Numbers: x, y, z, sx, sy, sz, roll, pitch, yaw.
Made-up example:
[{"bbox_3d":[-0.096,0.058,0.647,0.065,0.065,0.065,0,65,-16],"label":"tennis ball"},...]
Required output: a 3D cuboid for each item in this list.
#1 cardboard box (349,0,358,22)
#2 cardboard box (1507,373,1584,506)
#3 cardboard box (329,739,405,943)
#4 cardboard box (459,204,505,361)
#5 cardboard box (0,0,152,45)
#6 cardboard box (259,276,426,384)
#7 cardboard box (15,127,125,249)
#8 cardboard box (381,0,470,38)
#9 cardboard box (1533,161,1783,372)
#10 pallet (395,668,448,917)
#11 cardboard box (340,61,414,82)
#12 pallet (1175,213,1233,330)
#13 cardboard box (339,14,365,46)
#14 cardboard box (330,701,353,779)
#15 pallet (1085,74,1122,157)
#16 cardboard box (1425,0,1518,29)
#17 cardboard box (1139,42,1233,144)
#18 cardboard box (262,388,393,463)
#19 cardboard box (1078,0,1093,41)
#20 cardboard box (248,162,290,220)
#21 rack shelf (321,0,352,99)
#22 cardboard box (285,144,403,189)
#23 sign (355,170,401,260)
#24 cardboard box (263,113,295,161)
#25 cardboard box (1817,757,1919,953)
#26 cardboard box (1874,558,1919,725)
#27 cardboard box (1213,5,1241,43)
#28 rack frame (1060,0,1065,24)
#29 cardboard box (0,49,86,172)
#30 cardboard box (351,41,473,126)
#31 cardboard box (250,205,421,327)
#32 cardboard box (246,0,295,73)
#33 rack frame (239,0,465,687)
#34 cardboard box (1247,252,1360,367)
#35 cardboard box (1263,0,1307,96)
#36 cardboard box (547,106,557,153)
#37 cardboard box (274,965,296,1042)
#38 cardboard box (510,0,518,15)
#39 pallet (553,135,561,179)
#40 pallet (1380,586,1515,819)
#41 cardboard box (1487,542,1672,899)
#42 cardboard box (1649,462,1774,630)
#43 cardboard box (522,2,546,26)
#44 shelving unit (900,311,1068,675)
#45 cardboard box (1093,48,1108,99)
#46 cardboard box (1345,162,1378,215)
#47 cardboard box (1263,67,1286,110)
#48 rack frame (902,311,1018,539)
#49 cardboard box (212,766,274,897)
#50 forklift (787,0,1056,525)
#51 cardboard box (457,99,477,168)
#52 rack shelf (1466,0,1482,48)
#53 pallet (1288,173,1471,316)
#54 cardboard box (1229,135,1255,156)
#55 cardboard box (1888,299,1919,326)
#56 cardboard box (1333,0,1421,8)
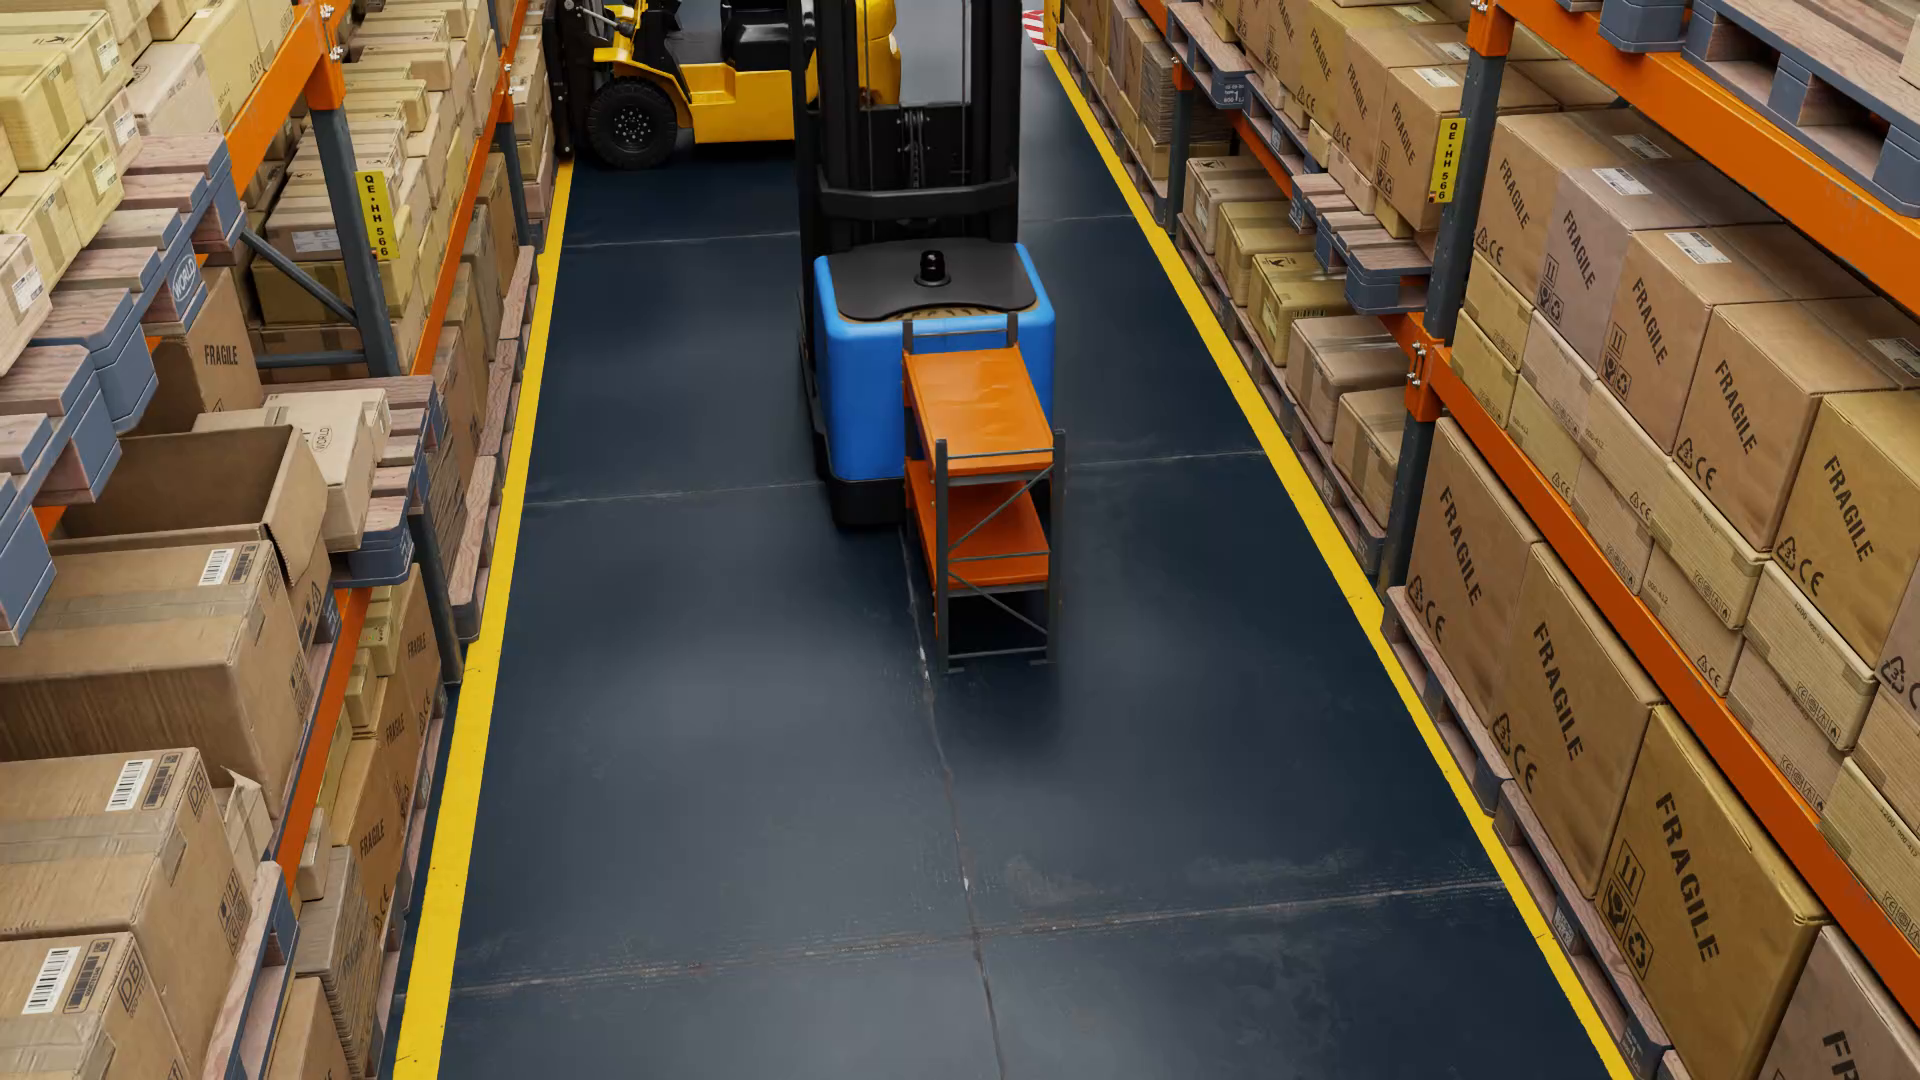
[{"bbox_3d":[-3.250,-2.671,8.341,0.380,0.149,0.250,-4,35,-7],"label":"cardboard box"},{"bbox_3d":[2.258,-0.374,5.768,0.500,0.250,0.500,-5,35,-8],"label":"cardboard box"},{"bbox_3d":[-2.163,1.016,5.442,0.500,0.500,0.500,-3,34,-4],"label":"cardboard box"},{"bbox_3d":[-2.923,-1.335,8.782,0.875,0.625,0.625,-5,35,-7],"label":"cardboard box"},{"bbox_3d":[-2.049,-1.207,3.708,0.380,0.149,0.250,-4,35,-6],"label":"cardboard box"},{"bbox_3d":[-2.381,-0.839,6.451,0.500,0.250,0.500,-4,35,-6],"label":"cardboard box"},{"bbox_3d":[-1.836,-0.662,3.156,0.380,0.149,0.250,-4,34,-5],"label":"cardboard box"},{"bbox_3d":[-2.635,-2.583,8.211,0.380,0.149,0.250,-5,35,-8],"label":"cardboard box"},{"bbox_3d":[2.255,-0.898,5.427,0.500,0.500,0.500,-4,35,-6],"label":"cardboard box"},{"bbox_3d":[-2.500,0.937,6.188,1.003,0.211,1.213,-4,35,-6],"label":"pallet"},{"bbox_3d":[-2.629,-2.002,7.359,0.380,0.149,0.250,-4,35,-6],"label":"cardboard box"},{"bbox_3d":[1.923,-1.658,9.996,1.003,0.211,1.213,-4,35,-6],"label":"pallet"},{"bbox_3d":[-3.230,-2.428,8.338,0.500,0.250,0.500,-5,35,-7],"label":"cardboard box"},{"bbox_3d":[-2.196,0.664,5.383,0.380,0.149,0.250,-3,34,-5],"label":"cardboard box"},{"bbox_3d":[1.524,-3.147,12.181,1.003,0.211,1.213,-4,35,-6],"label":"pallet"},{"bbox_3d":[2.368,-2.205,7.597,0.500,0.500,0.500,-4,34,-6],"label":"cardboard box"},{"bbox_3d":[1.471,-2.902,10.748,0.500,0.500,0.500,-5,35,-7],"label":"cardboard box"},{"bbox_3d":[-2.095,-0.367,5.475,0.380,0.149,0.250,-4,34,-5],"label":"cardboard box"},{"bbox_3d":[1.192,-4.049,12.430,0.500,0.500,0.500,-6,35,-8],"label":"cardboard box"},{"bbox_3d":[-2.970,-1.294,6.675,0.500,0.250,0.500,-4,34,-6],"label":"cardboard box"},{"bbox_3d":[-2.832,-2.693,7.014,1.077,0.370,4.000,-4,35,-6],"label":"rack shelf"},{"bbox_3d":[-2.411,-1.435,6.527,0.380,0.149,0.250,-3,34,-5],"label":"cardboard box"},{"bbox_3d":[-2.027,-1.127,5.782,0.100,0.325,0.005,-4,35,-6],"label":"sign"},{"bbox_3d":[-2.988,-1.680,6.888,0.380,0.149,0.250,-5,35,-7],"label":"cardboard box"},{"bbox_3d":[2.515,0.766,4.096,0.500,0.250,0.500,-5,35,-7],"label":"cardboard box"},{"bbox_3d":[2.507,0.246,3.748,0.500,0.500,0.500,-4,34,-5],"label":"cardboard box"},{"bbox_3d":[1.603,-2.842,9.107,0.380,0.149,0.250,-4,34,-5],"label":"cardboard box"},{"bbox_3d":[1.279,-5.477,13.123,1.000,3.000,0.127,-4,35,-6],"label":"rack frame"},{"bbox_3d":[-1.872,-0.790,3.079,0.380,0.149,0.250,-4,34,-6],"label":"cardboard box"},{"bbox_3d":[-2.643,-2.185,7.981,0.500,0.250,0.500,-4,34,-5],"label":"cardboard box"},{"bbox_3d":[-2.356,-1.047,6.313,0.500,0.250,0.500,-4,35,-6],"label":"cardboard box"},{"bbox_3d":[-2.254,-1.544,4.822,0.500,0.250,0.500,-5,35,-8],"label":"cardboard box"},{"bbox_3d":[-2.563,-0.635,6.018,1.000,3.000,0.127,-4,35,-6],"label":"rack frame"},{"bbox_3d":[2.085,-1.251,8.883,0.950,0.372,0.625,-3,34,-5],"label":"cardboard box"},{"bbox_3d":[1.796,-2.457,7.966,0.500,0.500,0.500,-6,35,-8],"label":"cardboard box"},{"bbox_3d":[-3.006,-2.767,11.215,0.500,0.250,0.500,-4,34,-6],"label":"cardboard box"},{"bbox_3d":[-2.048,1.244,4.531,0.380,0.149,0.250,-3,34,-5],"label":"cardboard box"},{"bbox_3d":[-2.989,-3.465,10.082,0.500,0.500,0.500,-4,34,-6],"label":"cardboard box"},{"bbox_3d":[-3.334,-2.844,11.736,1.003,0.211,1.213,-4,35,-6],"label":"pallet"},{"bbox_3d":[2.386,0.585,6.704,1.003,0.211,1.213,-4,35,-6],"label":"pallet"},{"bbox_3d":[2.481,0.581,5.747,0.875,0.875,0.875,-4,34,-6],"label":"cardboard box"},{"bbox_3d":[2.357,-0.004,4.782,0.500,0.250,0.500,-4,34,-6],"label":"cardboard box"},{"bbox_3d":[-3.055,-3.468,11.356,0.500,0.250,0.500,-5,35,-7],"label":"cardboard box"},{"bbox_3d":[0.079,-0.214,7.065,0.538,1.125,1.048,-5,35,-7],"label":"shelving unit"},{"bbox_3d":[1.260,-3.454,12.224,0.500,0.250,0.500,-2,34,-3],"label":"cardboard box"},{"bbox_3d":[1.891,-1.529,7.180,0.380,0.149,0.250,-5,35,-7],"label":"cardboard box"},{"bbox_3d":[1.726,-2.253,8.243,0.380,0.149,0.250,-3,34,-5],"label":"cardboard box"},{"bbox_3d":[0.002,-0.497,7.481,0.500,1.125,0.032,-5,35,-7],"label":"rack frame"},{"bbox_3d":[-1.832,0.675,3.842,0.396,0.266,0.258,-3,34,-4],"label":"cardboard box"},{"bbox_3d":[-0.292,-2.098,8.227,1.130,2.935,3.031,-5,35,-7],"label":"forklift"},{"bbox_3d":[-2.665,-1.984,8.131,0.500,0.250,0.500,-4,34,-6],"label":"cardboard box"},{"bbox_3d":[2.086,-3.071,7.568,1.077,0.370,4.000,-4,35,-6],"label":"rack shelf"},{"bbox_3d":[2.153,-1.323,7.198,1.213,0.211,1.003,-4,35,-6],"label":"pallet"},{"bbox_3d":[2.005,-2.632,11.017,0.500,0.250,0.500,-6,35,-9],"label":"cardboard box"},{"bbox_3d":[2.882,-0.352,4.627,0.500,0.500,0.500,-5,35,-7],"label":"cardboard box"},{"bbox_3d":[1.855,-2.510,7.468,0.380,0.149,0.250,-6,35,-9],"label":"cardboard box"}]
